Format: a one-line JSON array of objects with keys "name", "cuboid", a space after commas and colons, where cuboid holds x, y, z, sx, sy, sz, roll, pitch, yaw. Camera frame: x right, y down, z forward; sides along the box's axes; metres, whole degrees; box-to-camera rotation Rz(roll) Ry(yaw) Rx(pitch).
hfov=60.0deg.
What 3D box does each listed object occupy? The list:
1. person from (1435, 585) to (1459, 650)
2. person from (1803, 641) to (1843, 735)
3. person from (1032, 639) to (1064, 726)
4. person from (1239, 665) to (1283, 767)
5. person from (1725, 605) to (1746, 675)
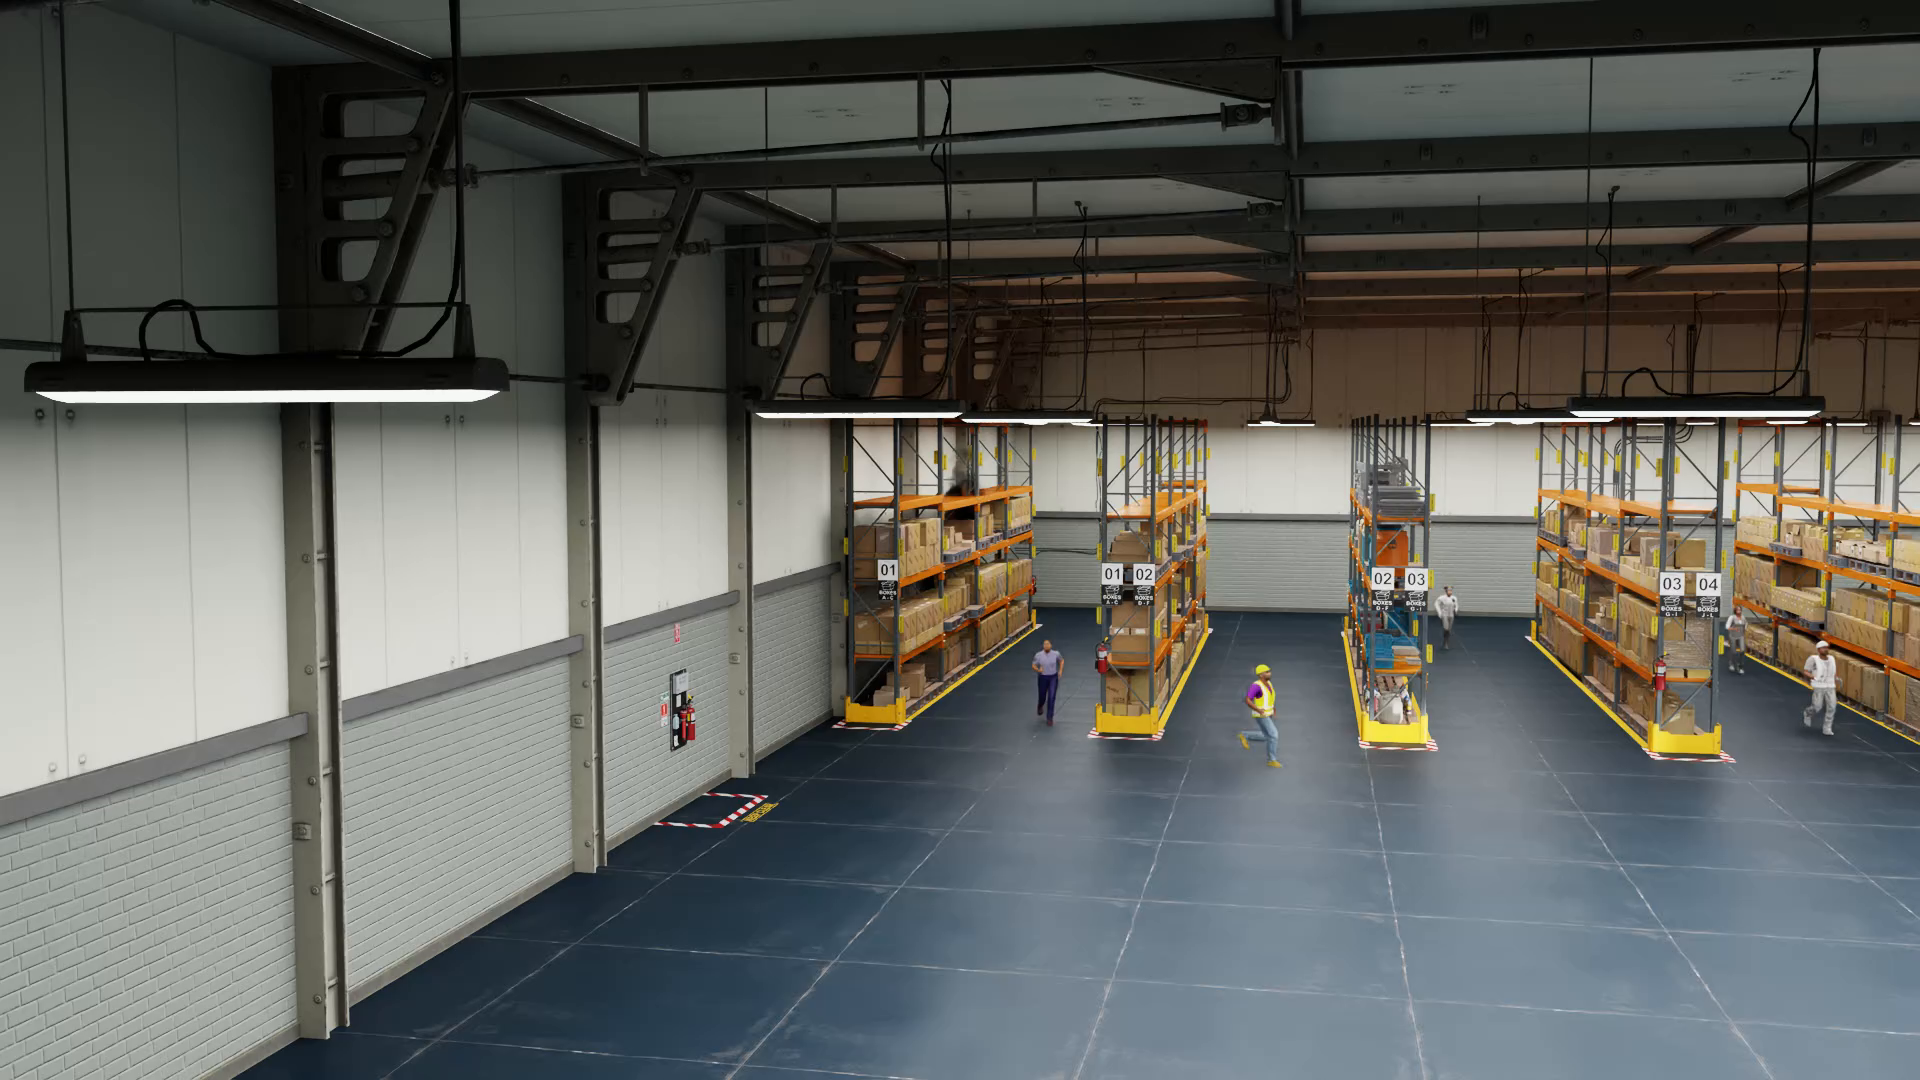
[{"name": "person", "cuboid": [12.701, 2.018, 43.300, 0.545, 1.710, 0.802, 0, 4, -4]}, {"name": "person", "cuboid": [16.220, 2.769, 31.277, 0.692, 1.746, 0.789, 0, 4, -2]}, {"name": "person", "cuboid": [1.721, 2.749, 32.500, 0.615, 1.655, 0.914, 0, 4, 3]}, {"name": "person", "cuboid": [5.135, 2.991, 28.402, 0.837, 1.737, 0.700, 2, 4, 31]}, {"name": "person", "cuboid": [18.192, 2.342, 38.961, 0.526, 1.642, 0.707, 1, 4, 10]}]
